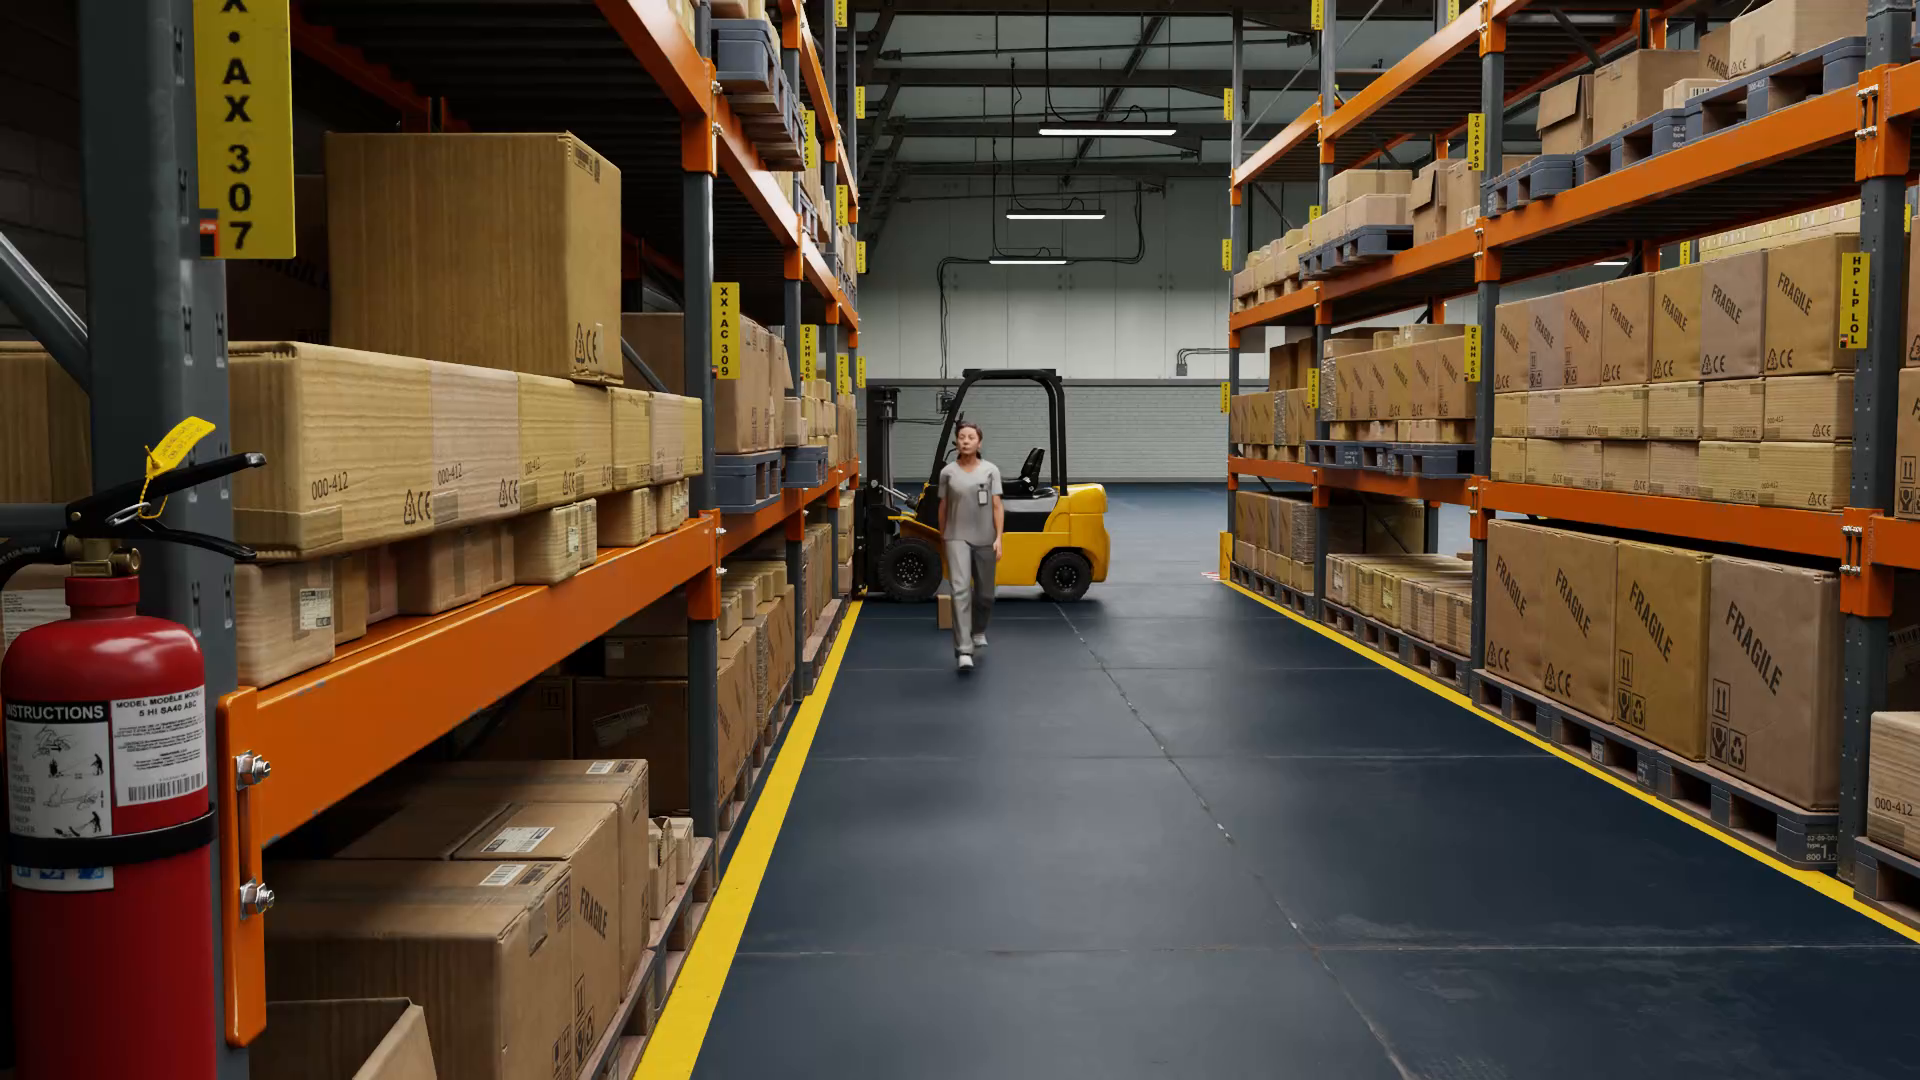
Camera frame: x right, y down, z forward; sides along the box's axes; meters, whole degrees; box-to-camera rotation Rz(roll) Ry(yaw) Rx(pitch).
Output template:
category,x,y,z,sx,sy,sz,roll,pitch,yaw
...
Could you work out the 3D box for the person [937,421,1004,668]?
category,x,y,z,sx,sy,sz,roll,pitch,yaw
person,0.069,0.016,11.211,0.441,1.620,0.993,0,4,-4
